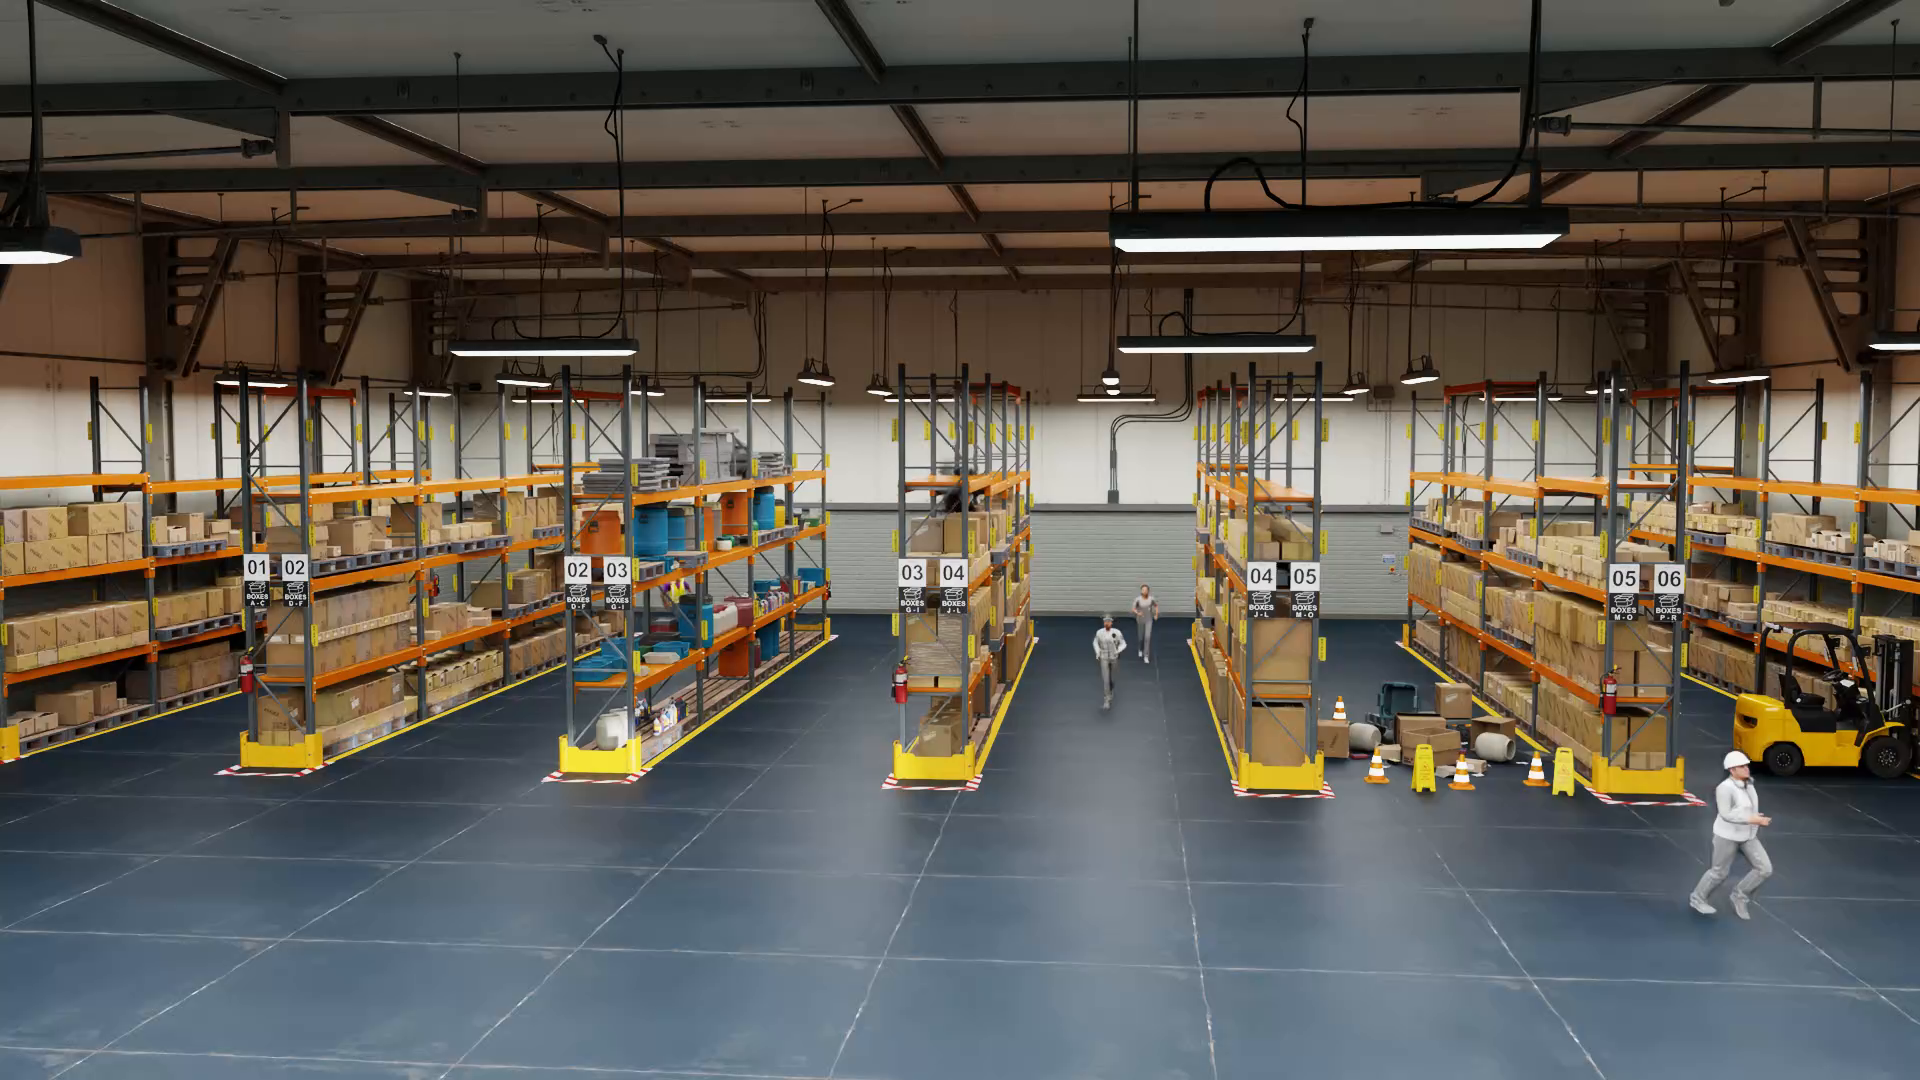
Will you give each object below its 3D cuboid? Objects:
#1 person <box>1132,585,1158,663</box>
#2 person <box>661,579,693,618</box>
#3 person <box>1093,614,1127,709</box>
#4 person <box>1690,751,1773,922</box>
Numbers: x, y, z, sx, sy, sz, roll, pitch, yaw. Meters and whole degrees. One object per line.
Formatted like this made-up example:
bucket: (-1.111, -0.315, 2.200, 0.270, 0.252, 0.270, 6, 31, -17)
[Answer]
person: (4.076, 1.820, 36.604, 0.587, 1.688, 0.847, 0, 4, 5)
person: (-6.958, 1.548, 40.780, 0.805, 1.734, 0.622, -2, 4, -25)
person: (2.728, 2.176, 30.302, 0.610, 1.694, 0.860, 0, 4, 7)
person: (7.942, 3.022, 17.005, 0.664, 1.753, 0.853, -2, 4, -29)
